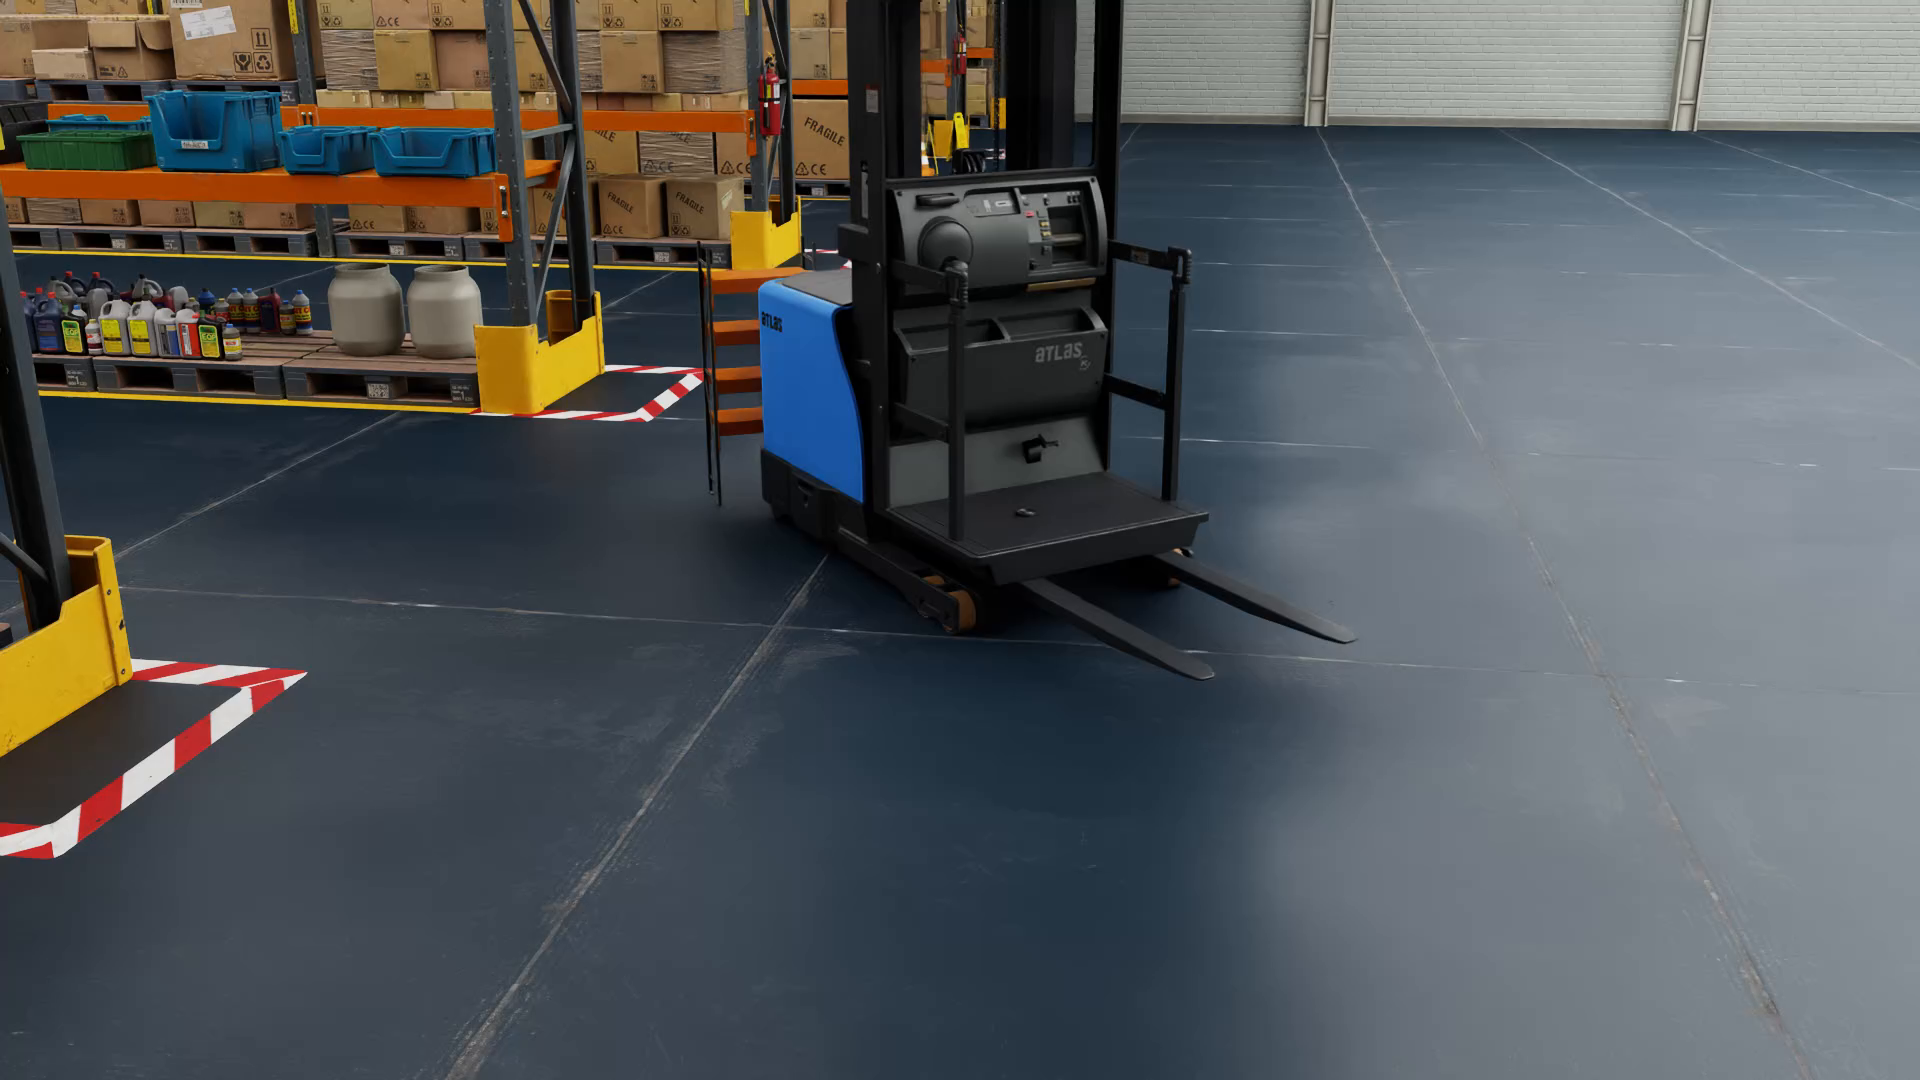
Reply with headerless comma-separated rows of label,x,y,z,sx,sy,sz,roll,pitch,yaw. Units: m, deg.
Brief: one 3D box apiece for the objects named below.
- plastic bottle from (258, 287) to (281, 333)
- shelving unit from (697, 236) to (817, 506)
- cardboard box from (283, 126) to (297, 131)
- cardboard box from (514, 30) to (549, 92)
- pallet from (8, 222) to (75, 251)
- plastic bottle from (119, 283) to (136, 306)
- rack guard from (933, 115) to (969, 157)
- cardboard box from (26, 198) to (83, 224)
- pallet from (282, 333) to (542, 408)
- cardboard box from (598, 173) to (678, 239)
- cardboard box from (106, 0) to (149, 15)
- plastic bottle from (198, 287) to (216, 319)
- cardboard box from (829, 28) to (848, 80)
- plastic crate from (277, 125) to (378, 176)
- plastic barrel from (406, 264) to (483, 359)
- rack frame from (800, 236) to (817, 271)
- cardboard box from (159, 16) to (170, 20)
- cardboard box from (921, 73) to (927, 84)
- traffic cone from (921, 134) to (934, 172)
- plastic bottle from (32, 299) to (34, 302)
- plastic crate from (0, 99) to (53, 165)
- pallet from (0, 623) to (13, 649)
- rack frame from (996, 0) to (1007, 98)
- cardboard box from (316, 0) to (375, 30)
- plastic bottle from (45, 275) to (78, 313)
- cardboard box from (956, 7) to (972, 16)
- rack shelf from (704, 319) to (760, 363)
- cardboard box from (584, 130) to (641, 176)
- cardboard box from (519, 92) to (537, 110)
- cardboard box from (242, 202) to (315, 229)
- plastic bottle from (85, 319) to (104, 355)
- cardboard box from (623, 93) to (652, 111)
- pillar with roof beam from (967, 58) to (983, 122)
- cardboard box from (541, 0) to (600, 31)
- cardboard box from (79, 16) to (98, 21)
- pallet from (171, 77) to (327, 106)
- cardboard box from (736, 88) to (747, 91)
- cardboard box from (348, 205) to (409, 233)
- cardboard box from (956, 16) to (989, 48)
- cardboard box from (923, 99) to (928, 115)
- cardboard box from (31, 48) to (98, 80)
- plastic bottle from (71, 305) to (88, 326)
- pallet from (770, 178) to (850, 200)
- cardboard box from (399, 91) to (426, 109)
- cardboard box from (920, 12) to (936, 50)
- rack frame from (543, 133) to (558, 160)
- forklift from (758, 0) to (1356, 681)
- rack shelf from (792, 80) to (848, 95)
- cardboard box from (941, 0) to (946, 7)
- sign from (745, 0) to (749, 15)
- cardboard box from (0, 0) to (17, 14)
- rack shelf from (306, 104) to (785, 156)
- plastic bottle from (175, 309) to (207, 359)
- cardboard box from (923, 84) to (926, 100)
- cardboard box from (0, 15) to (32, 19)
plastic bottle,-4.365,-1.459,10.525,0.133,0.283,0.061,3,19,10
shelving unit,-0.930,-0.791,7.775,0.503,1.200,0.258,-6,19,-18
cardboard box,-8.043,-4.909,20.132,0.750,0.750,1.050,3,19,8
cardboard box,-3.648,-4.164,14.395,0.500,0.500,0.875,3,19,9
pallet,-8.745,-2.925,15.712,1.213,0.211,1.003,3,19,9
plastic bottle,-5.314,-1.508,10.669,0.133,0.283,0.061,4,19,12
rack guard,-0.121,-5.808,23.872,0.348,0.500,1.175,3,19,9
cardboard box,-8.302,-3.259,15.562,0.500,0.500,0.700,1,19,4
pallet,-3.287,-1.042,10.085,1.213,0.211,1.003,3,19,9
cardboard box,-2.827,-2.954,14.683,0.500,0.500,0.500,8,20,23
cardboard box,-12.404,-8.052,24.907,0.500,0.500,0.500,3,19,8
plastic bottle,-4.781,-1.469,10.573,0.097,0.271,0.097,0,18,0
cardboard box,-1.105,-5.509,18.804,0.550,0.550,0.875,3,19,9
plastic crate,-3.585,-2.228,9.470,0.408,0.251,0.499,3,19,9
plastic barrel,-3.065,-1.361,9.903,0.421,0.512,0.421,0,18,0
rack frame,-0.699,-0.816,7.850,0.015,1.200,0.240,-6,19,-18
cardboard box,-9.187,-6.079,19.541,0.250,0.149,0.380,2,19,6
cardboard box,-0.771,-7.885,28.239,0.500,0.250,0.500,3,19,9
traffic cone,-0.516,-5.039,21.633,0.334,0.463,0.336,3,19,9
plastic bottle,-5.945,-1.495,10.761,0.097,0.201,0.097,0,18,0
plastic crate,-5.856,-2.439,9.962,0.504,0.338,0.767,3,19,9
pallet,-3.955,0.516,5.429,1.213,0.211,1.003,3,19,9
rack frame,0.738,-8.544,28.113,0.127,3.000,1.000,3,19,9
cardboard box,-5.163,-4.646,14.260,0.500,0.500,0.500,3,19,9
plastic bottle,-5.694,-1.499,10.538,0.185,0.351,0.144,3,19,9
cardboard box,0.094,-8.833,27.794,0.250,0.149,0.380,3,19,10
rack shelf,-0.930,-0.939,7.725,0.480,0.148,0.258,-6,19,-18
cardboard box,-4.071,-4.773,19.526,0.875,0.875,0.875,3,19,9
cardboard box,-3.666,-3.792,14.305,0.250,0.149,0.380,3,19,9
cardboard box,-6.170,-3.147,15.226,0.500,0.500,0.700,1,19,4
plastic bottle,-5.160,-1.214,9.921,0.097,0.201,0.097,0,18,0
cardboard box,-2.678,-3.742,14.155,0.250,0.149,0.380,3,19,9
pillar with roof beam,-0.490,-10.358,24.078,0.400,9.000,9.100,3,19,9
cardboard box,-3.188,-4.547,13.962,0.500,0.500,0.500,3,19,9
cardboard box,-10.194,-6.132,19.699,0.250,0.149,0.380,3,19,9
pallet,-6.299,-4.079,15.069,1.213,0.211,1.003,3,19,9
cardboard box,-1.861,-3.854,14.491,0.250,0.149,0.380,3,19,9
cardboard box,-5.179,-3.067,15.019,0.500,0.500,0.500,2,19,7
cardboard box,0.210,-8.534,27.925,0.500,0.500,0.500,3,19,7
cardboard box,-0.758,-7.420,28.424,0.500,0.250,0.500,3,19,9
cardboard box,-7.898,-4.259,14.878,0.500,0.250,0.500,2,19,7
plastic bottle,-5.284,-1.273,9.987,0.097,0.271,0.097,0,18,0
pallet,-1.533,-4.127,19.304,1.213,0.211,1.003,3,19,9
cardboard box,-4.658,-3.831,14.423,0.250,0.149,0.380,3,19,9
cardboard box,-0.626,-7.119,23.225,0.500,0.500,0.500,3,19,8
rack frame,-4.681,-5.635,19.416,0.127,3.000,1.000,3,19,9
forklift,0.276,-1.202,6.278,1.130,2.935,3.031,-11,21,-29
rack shelf,-2.706,-5.193,19.229,4.000,0.370,1.077,3,19,9
cardboard box,-0.161,-9.000,27.825,0.250,0.149,0.380,3,19,10
sign,-1.726,-4.411,13.435,0.005,0.325,0.100,3,19,9
cardboard box,-14.394,-8.155,25.216,0.500,0.500,0.500,3,19,8
rack shelf,-3.593,-3.644,14.600,4.000,0.370,1.077,3,19,9
plastic bottle,-4.531,-1.226,9.840,0.135,0.276,0.152,3,19,9
cardboard box,-0.799,-7.651,28.327,0.500,0.250,0.500,2,19,7
cardboard box,-11.236,-6.184,19.853,0.250,0.149,0.380,3,19,8
